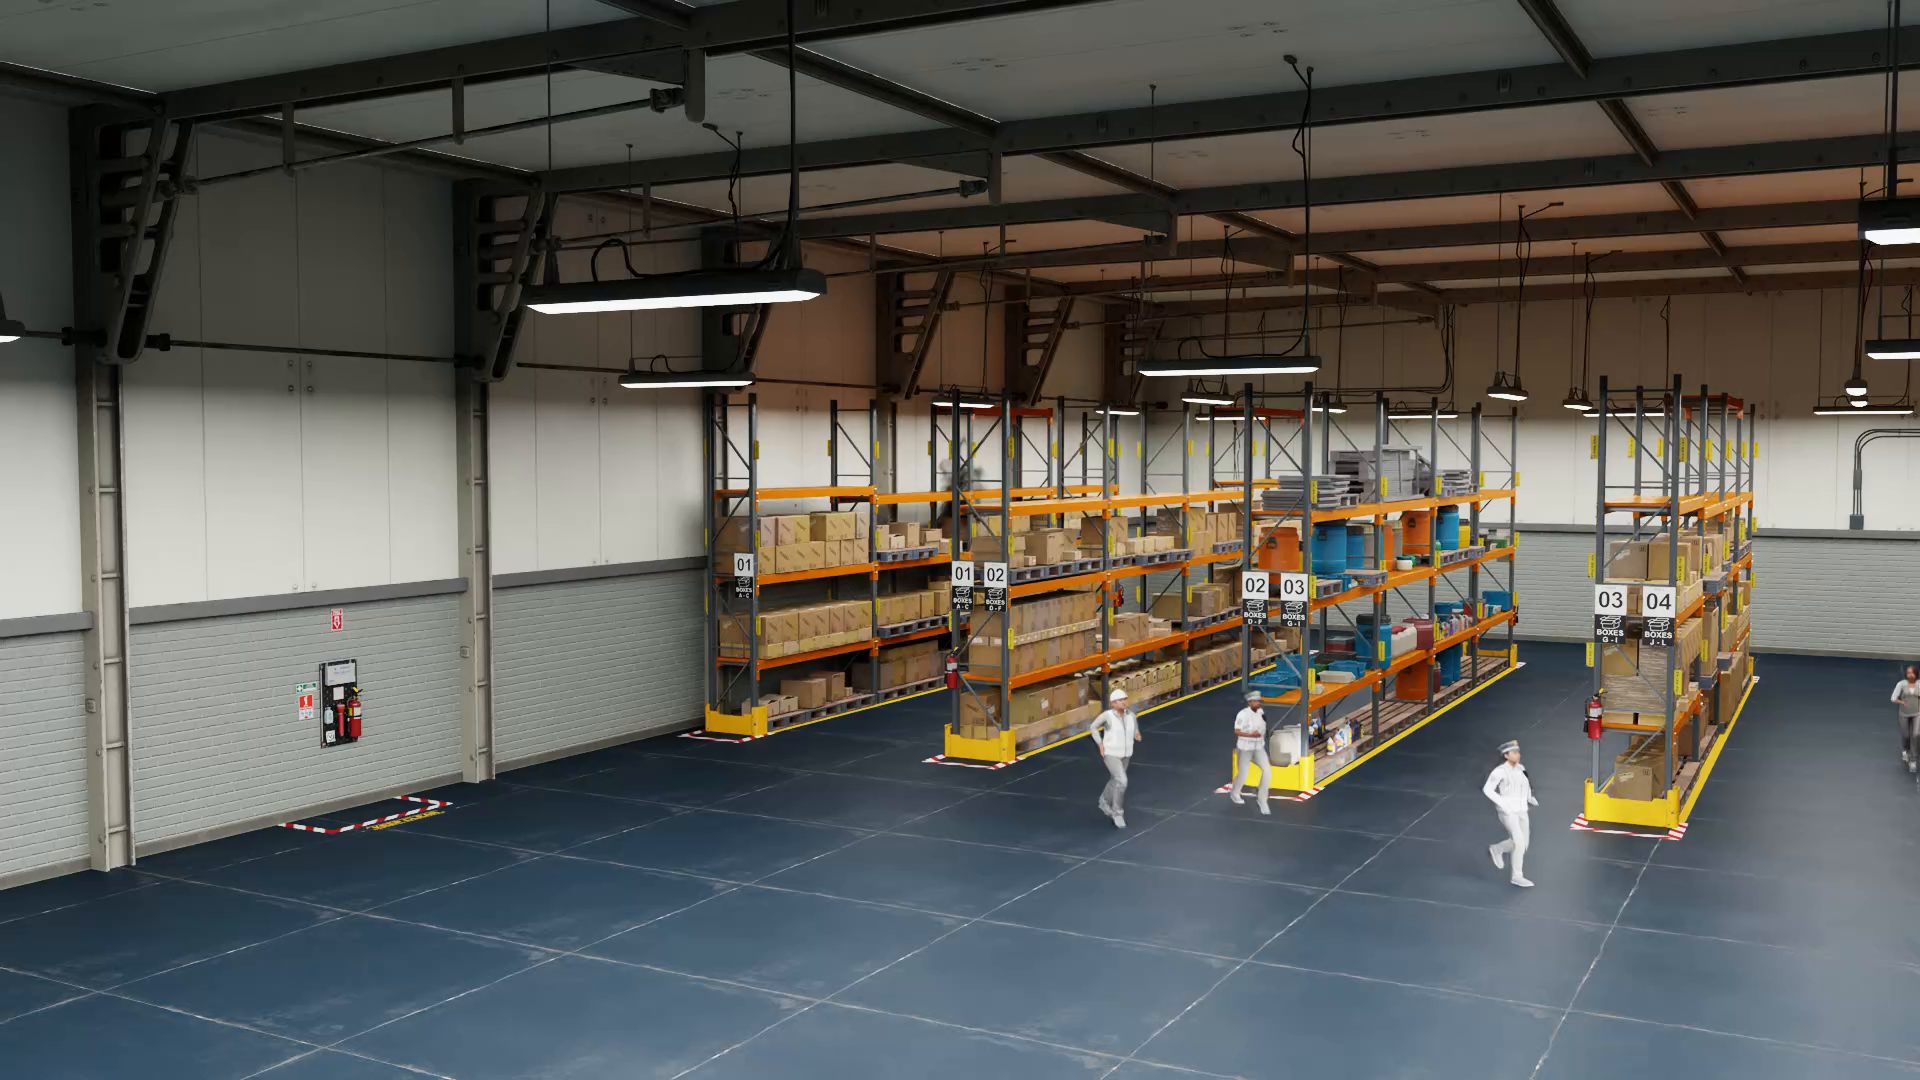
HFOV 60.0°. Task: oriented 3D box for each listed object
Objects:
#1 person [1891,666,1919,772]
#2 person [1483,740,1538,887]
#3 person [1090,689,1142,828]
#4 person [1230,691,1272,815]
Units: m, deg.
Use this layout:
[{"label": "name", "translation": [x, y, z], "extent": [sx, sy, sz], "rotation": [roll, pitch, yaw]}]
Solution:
[{"label": "person", "translation": [14.963, 2.783, 26.176], "extent": [0.548, 1.614, 0.859], "rotation": [2, 4, 29]}, {"label": "person", "translation": [6.360, 3.130, 19.252], "extent": [0.622, 1.654, 0.717], "rotation": [-2, 3, -28]}, {"label": "person", "translation": [2.120, 2.908, 22.368], "extent": [0.651, 1.828, 0.788], "rotation": [-2, 4, -35]}, {"label": "person", "translation": [4.040, 2.929, 23.114], "extent": [0.603, 1.726, 0.815], "rotation": [-1, 3, -20]}]
